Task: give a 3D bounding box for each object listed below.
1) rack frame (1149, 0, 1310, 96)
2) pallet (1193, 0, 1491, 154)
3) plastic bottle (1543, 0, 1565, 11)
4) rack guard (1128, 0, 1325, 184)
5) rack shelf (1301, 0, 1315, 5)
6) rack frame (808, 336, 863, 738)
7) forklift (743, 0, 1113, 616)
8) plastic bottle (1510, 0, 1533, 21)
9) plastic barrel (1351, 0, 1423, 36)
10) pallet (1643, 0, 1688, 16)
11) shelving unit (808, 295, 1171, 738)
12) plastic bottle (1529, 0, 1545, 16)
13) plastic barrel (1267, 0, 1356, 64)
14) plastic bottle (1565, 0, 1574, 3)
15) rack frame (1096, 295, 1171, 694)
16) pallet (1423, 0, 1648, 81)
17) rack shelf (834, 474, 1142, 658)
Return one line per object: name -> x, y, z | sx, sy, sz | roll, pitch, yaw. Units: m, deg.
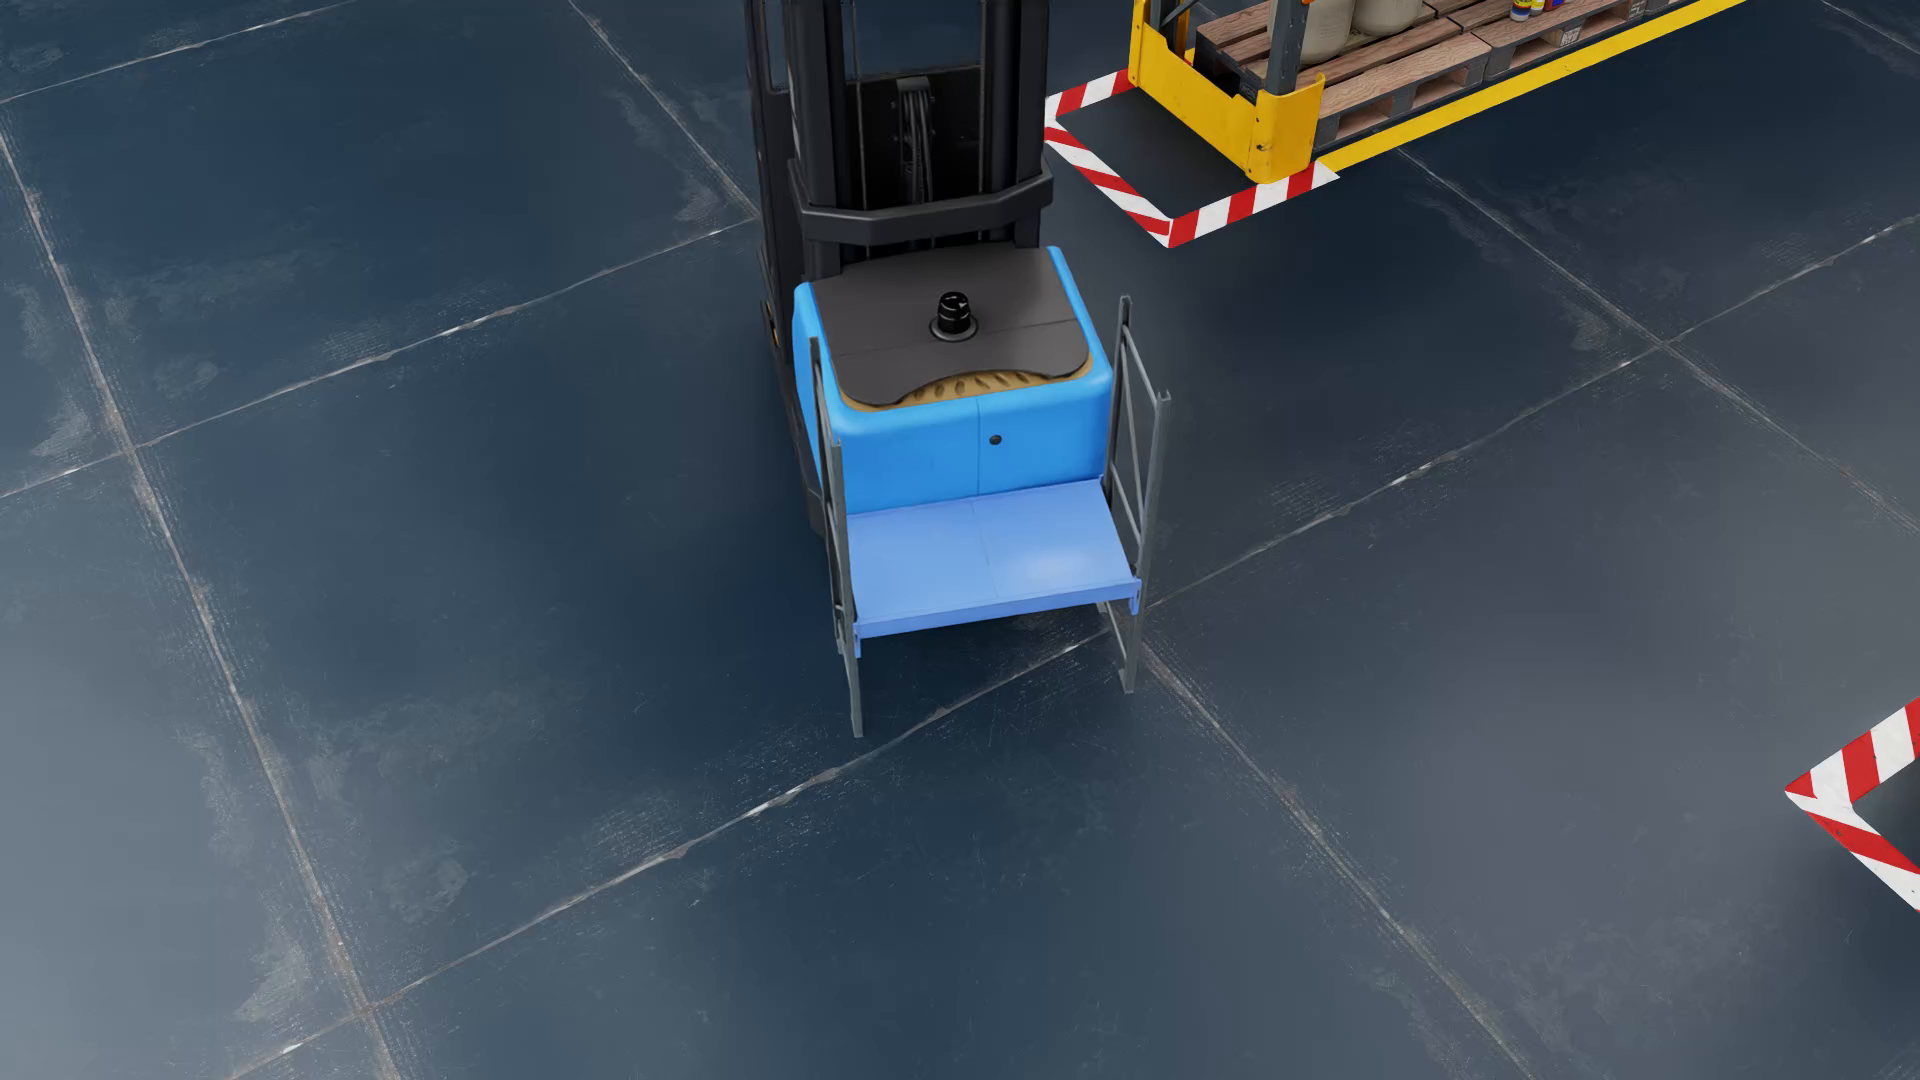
rack frame -> 1.290, -3.125, 7.470 | 0.127, 3.000, 1.000 | -25, 53, -21
pallet -> 2.019, -2.578, 8.850 | 1.213, 0.211, 1.003 | -25, 53, -21
plastic bottle -> 3.191, -2.973, 8.858 | 0.133, 0.283, 0.061 | -24, 53, -20
rack guard -> 1.329, -2.354, 8.457 | 0.348, 0.500, 1.175 | -25, 53, -21
rack shelf -> 2.981, -3.683, 8.448 | 4.000, 0.370, 1.077 | -25, 53, -21
rack frame -> -0.416, 0.037, 5.658 | 0.032, 1.500, 0.500 | -8, 49, -7
forklift -> -0.275, -1.807, 6.341 | 1.130, 2.935, 3.031 | -10, 49, -9
plastic bottle -> 2.990, -2.890, 8.793 | 0.097, 0.271, 0.097 | 0, 48, 0
plastic barrel -> 2.230, -2.948, 8.697 | 0.421, 0.512, 0.421 | 0, 48, 0
pallet -> 4.083, -3.550, 9.716 | 1.213, 0.211, 1.003 | -25, 53, -21
shelving unit -> 0.083, -0.036, 5.723 | 1.048, 1.500, 0.538 | -8, 49, -7
plastic bottle -> 3.077, -2.908, 8.856 | 0.097, 0.201, 0.097 | 0, 48, 0
plastic barrel -> 1.806, -2.748, 8.519 | 0.421, 0.512, 0.421 | 0, 48, 0
plastic bottle -> 3.279, -3.026, 8.914 | 0.097, 0.271, 0.097 | 0, 48, 0
rack frame -> 0.581, -0.110, 5.789 | 0.032, 1.500, 0.500 | -8, 49, -7
pallet -> 3.050, -3.061, 9.280 | 1.213, 0.211, 1.003 | -25, 53, -21
rack shelf -> 0.083, 0.083, 5.858 | 1.000, 0.185, 0.538 | -8, 49, -7
